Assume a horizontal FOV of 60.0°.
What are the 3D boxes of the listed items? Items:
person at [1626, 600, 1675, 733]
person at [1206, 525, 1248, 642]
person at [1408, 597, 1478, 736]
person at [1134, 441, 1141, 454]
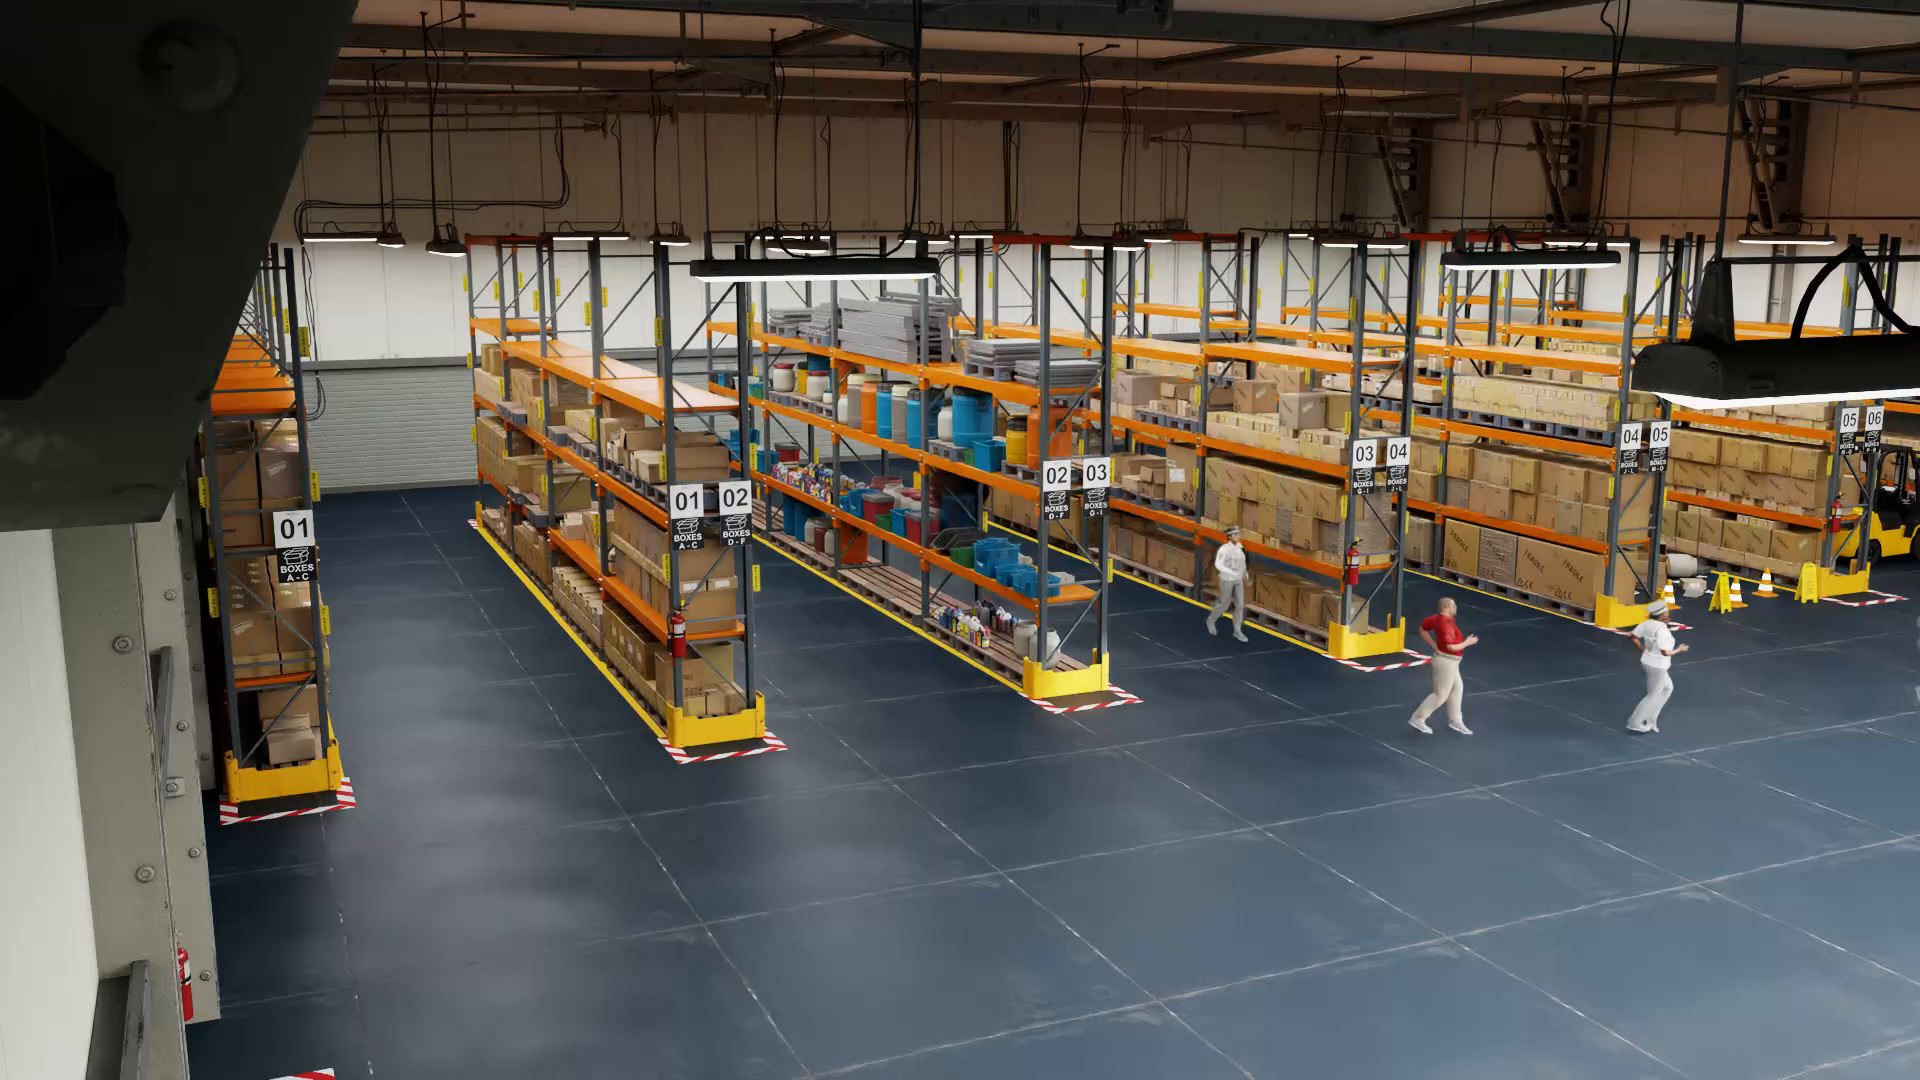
[{"bbox_3d":[8.536,1.586,20.570,0.481,1.723,0.525,0,11,2],"label":"person"},{"bbox_3d":[4.005,0.605,24.621,0.640,1.706,0.771,-8,13,-34],"label":"person"},{"bbox_3d":[5.956,1.571,20.448,0.823,1.773,0.647,1,11,6],"label":"person"},{"bbox_3d":[4.405,-2.552,42.042,0.855,1.601,0.632,4,12,20],"label":"person"}]
